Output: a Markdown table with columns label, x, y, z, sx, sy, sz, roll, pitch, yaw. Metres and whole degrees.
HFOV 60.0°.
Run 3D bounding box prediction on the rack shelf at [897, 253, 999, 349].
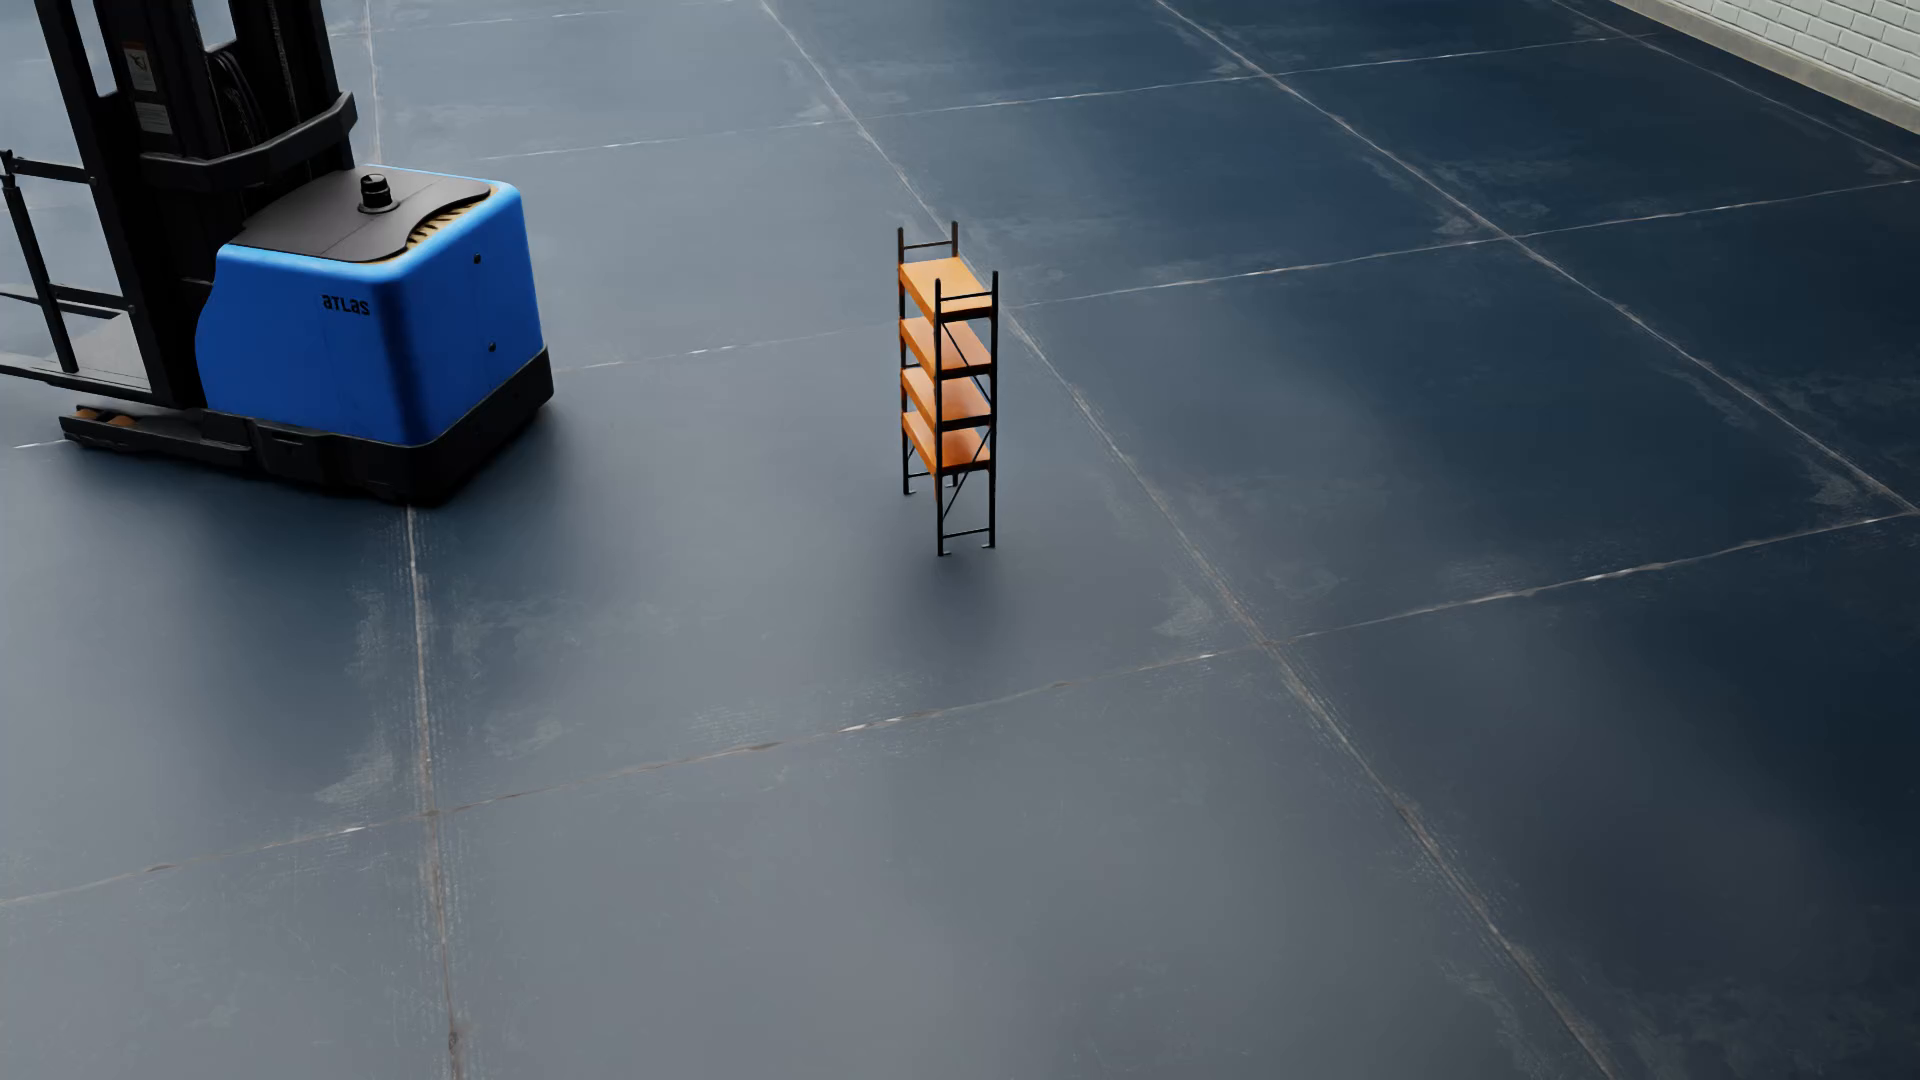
| label | x | y | z | sx | sy | sz | roll | pitch | yaw |
| --- | --- | --- | --- | --- | --- | --- | --- | --- | --- |
| rack shelf | -0.050 | -0.915 | 6.334 | 0.258 | 0.148 | 0.480 | -10 | 35 | -15 |

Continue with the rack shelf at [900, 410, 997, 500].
| label | x | y | z | sx | sy | sz | roll | pitch | yaw |
| --- | --- | --- | --- | --- | --- | --- | --- | --- | --- |
| rack shelf | -0.050 | -0.366 | 6.697 | 0.258 | 0.148 | 0.480 | -10 | 35 | -15 |

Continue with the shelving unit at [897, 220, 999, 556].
| label | x | y | z | sx | sy | sz | roll | pitch | yaw |
| --- | --- | --- | --- | --- | --- | --- | --- | --- | --- |
| shelving unit | -0.050 | -0.587 | 6.551 | 0.258 | 1.200 | 0.503 | -10 | 35 | -15 |

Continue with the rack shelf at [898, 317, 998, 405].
| label | x | y | z | sx | sy | sz | roll | pitch | yaw |
| --- | --- | --- | --- | --- | --- | --- | --- | --- | --- |
| rack shelf | -0.050 | -0.718 | 6.465 | 0.258 | 0.148 | 0.480 | -10 | 35 | -15 |

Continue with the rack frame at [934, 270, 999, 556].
| label | x | y | z | sx | sy | sz | roll | pitch | yaw |
| --- | --- | --- | --- | --- | --- | --- | --- | --- | --- |
| rack frame | 0.024 | -0.459 | 6.357 | 0.240 | 1.200 | 0.015 | -10 | 35 | -15 |

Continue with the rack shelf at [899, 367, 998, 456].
| label | x | y | z | sx | sy | sz | roll | pitch | yaw |
| --- | --- | --- | --- | --- | --- | --- | --- | --- | --- |
| rack shelf | -0.050 | -0.531 | 6.588 | 0.258 | 0.148 | 0.480 | -10 | 35 | -15 |

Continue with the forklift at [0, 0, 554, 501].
| label | x | y | z | sx | sy | sz | roll | pitch | yaw |
| --- | --- | --- | --- | --- | --- | --- | --- | --- | --- |
| forklift | -3.439 | -1.864 | 6.913 | 3.031 | 2.935 | 1.130 | 11 | 35 | 16 |

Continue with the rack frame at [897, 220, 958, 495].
| label | x | y | z | sx | sy | sz | roll | pitch | yaw |
| --- | --- | --- | --- | --- | --- | --- | --- | --- | --- |
| rack frame | -0.125 | -0.716 | 6.745 | 0.240 | 1.200 | 0.015 | -10 | 35 | -15 |
